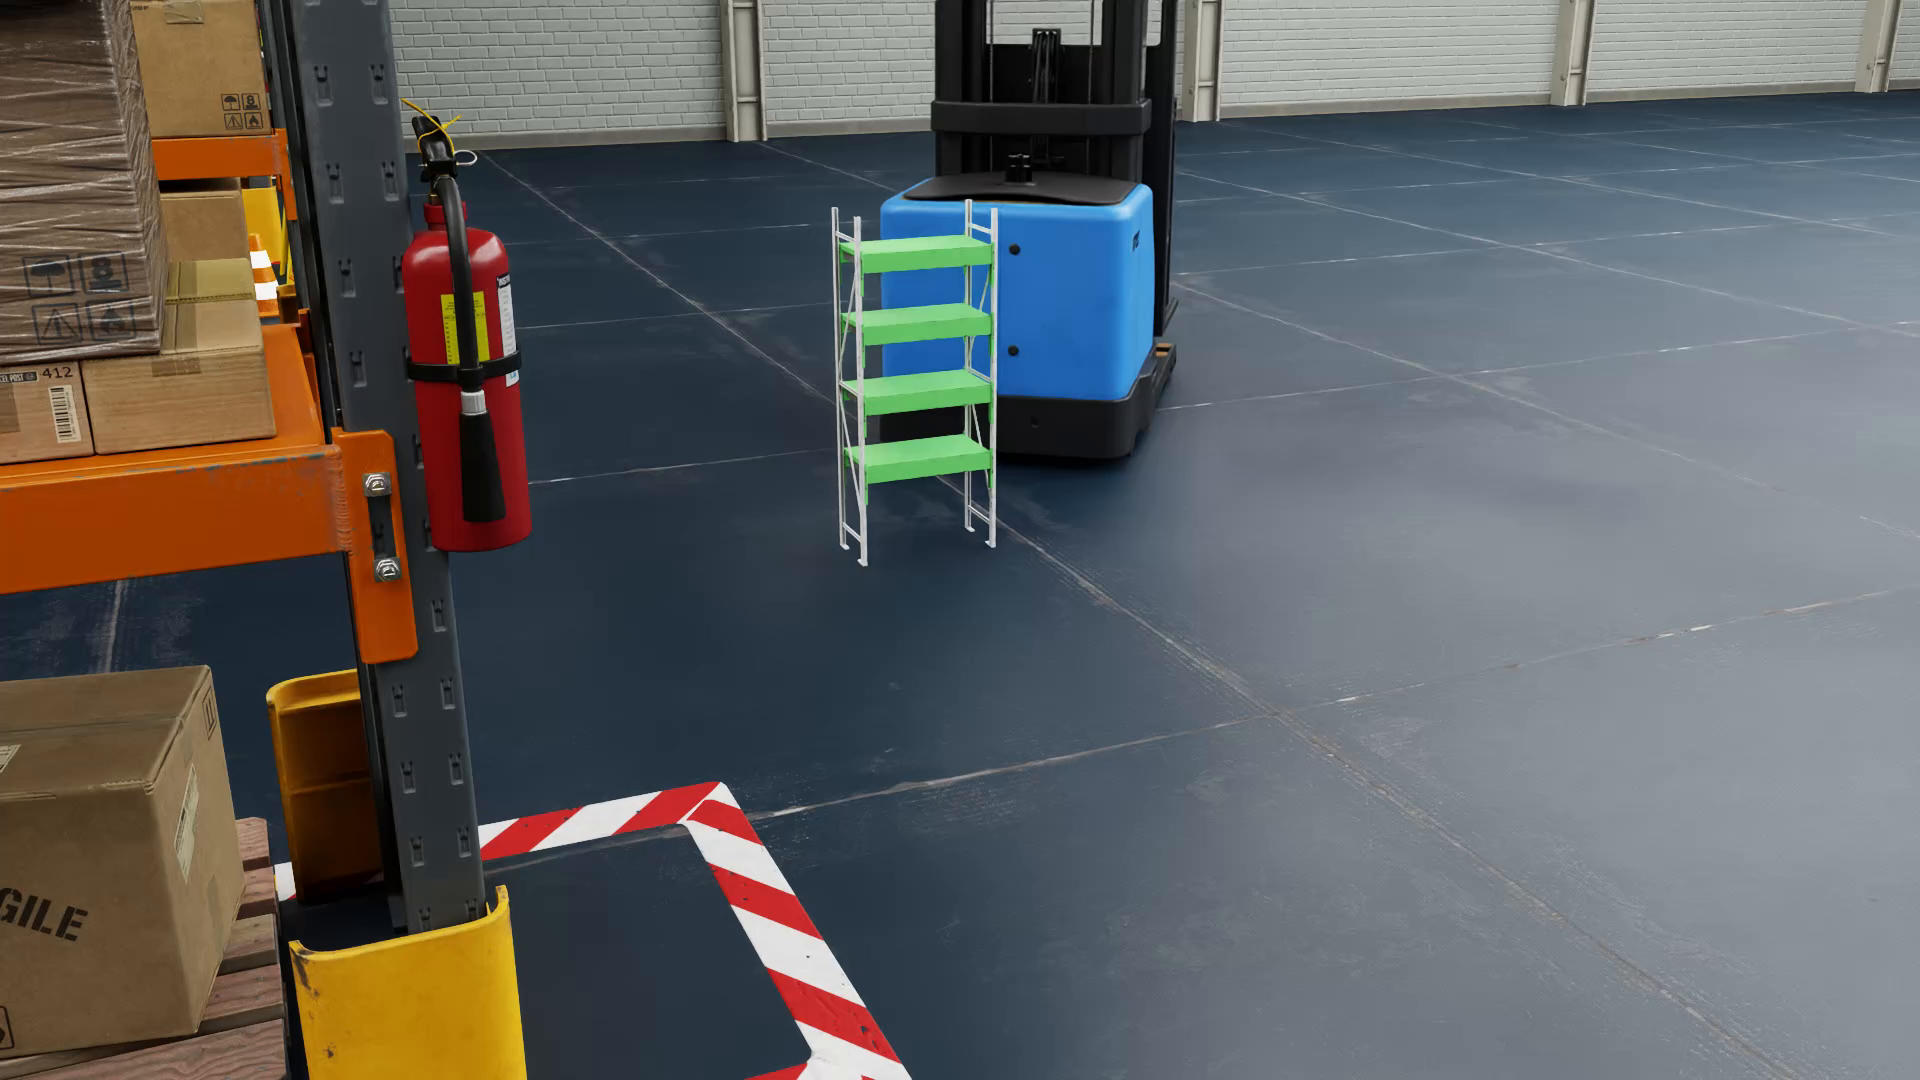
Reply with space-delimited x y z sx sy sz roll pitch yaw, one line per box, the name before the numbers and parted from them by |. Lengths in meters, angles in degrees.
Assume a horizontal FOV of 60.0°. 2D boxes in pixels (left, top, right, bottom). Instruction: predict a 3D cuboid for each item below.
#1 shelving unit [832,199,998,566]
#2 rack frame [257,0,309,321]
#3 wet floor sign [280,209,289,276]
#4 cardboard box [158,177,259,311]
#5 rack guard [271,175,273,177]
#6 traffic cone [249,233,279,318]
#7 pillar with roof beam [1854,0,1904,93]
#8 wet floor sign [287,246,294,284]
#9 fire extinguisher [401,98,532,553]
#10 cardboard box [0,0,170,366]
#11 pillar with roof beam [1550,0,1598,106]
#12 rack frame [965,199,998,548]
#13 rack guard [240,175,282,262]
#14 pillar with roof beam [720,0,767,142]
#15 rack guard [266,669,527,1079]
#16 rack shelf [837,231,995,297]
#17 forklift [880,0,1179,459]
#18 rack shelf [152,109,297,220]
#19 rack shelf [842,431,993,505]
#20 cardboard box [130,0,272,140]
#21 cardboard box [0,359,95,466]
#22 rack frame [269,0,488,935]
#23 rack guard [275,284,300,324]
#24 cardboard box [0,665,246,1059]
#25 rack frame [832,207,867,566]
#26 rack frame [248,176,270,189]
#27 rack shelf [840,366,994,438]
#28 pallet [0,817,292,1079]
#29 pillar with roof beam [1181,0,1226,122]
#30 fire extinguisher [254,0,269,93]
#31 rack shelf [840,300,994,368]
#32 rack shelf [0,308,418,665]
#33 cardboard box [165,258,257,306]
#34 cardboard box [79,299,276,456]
shelving unit | -0.152 -0.544 5.761 0.503 1.200 0.258 -8 21 -22
rack frame | -2.928 -2.011 7.218 0.127 3.000 1.000 -8 21 -22
wet floor sign | -4.383 -2.096 11.003 0.232 0.644 0.267 -1 19 -3
cardboard box | -3.524 -1.098 7.191 0.875 0.875 0.875 -8 21 -22
rack guard | -6.929 -3.845 16.189 0.348 0.500 1.175 -8 21 -22
traffic cone | -4.113 -1.567 9.776 0.334 0.463 0.336 -8 21 -22
pillar with roof beam | 15.795 -9.878 20.527 0.400 9.000 9.100 -8 21 -22
wet floor sign | -3.686 -1.508 9.335 0.232 0.644 0.267 -12 23 -31
fire extinguisher | -0.768 -0.324 2.541 0.183 0.674 0.296 -8 21 -22
cardboard box | -1.572 -0.609 2.637 0.500 0.500 0.875 -8 21 -22
pillar with roof beam | 10.286 -9.089 18.286 0.400 9.000 9.100 -8 21 -22
rack frame | 0.072 -0.576 5.852 0.015 1.200 0.240 -8 21 -22
rack guard | -5.051 -2.319 11.854 0.348 0.500 1.175 -8 21 -22
pillar with roof beam | -0.733 -7.510 13.802 0.400 9.000 9.100 -8 21 -22
rack guard | -1.126 0.704 3.271 0.348 0.500 1.175 -8 21 -22
rack shelf | -0.152 -0.937 5.623 0.480 0.148 0.258 -8 21 -22
forklift | 0.480 -2.165 7.759 1.130 2.935 3.031 4 20 12
rack shelf | -4.764 -1.409 6.590 4.000 0.370 1.077 -8 21 -22
rack shelf | -0.152 -0.258 5.862 0.480 0.148 0.258 -8 21 -22
cardboard box | -3.251 -2.019 7.015 0.550 0.550 0.875 -8 21 -22
cardboard box | -1.466 -0.234 2.548 0.250 0.149 0.380 -8 21 -22
rack frame | -1.056 -0.486 2.884 0.127 3.000 1.000 -8 21 -22
rack guard | -2.906 -0.835 7.642 0.348 0.500 1.175 -8 21 -22
cardboard box | -1.636 0.572 3.011 0.500 0.500 0.500 -4 20 -12
rack frame | -0.376 -0.512 5.670 0.015 1.200 0.240 -8 21 -22
rack frame | -4.981 -3.508 11.467 0.127 3.000 1.000 -8 21 -22
rack shelf | -0.152 -0.484 5.782 0.480 0.148 0.258 -8 21 -22
pallet | -1.886 0.936 3.046 1.213 0.211 1.003 -8 21 -22
pillar with roof beam | 4.776 -8.300 16.044 0.400 9.000 9.100 -8 21 -22
fire extinguisher | -4.694 -3.346 11.124 0.183 0.674 0.296 -8 21 -22
rack shelf | -0.152 -0.710 5.702 0.480 0.148 0.258 -8 21 -22
rack shelf | -2.892 0.117 2.257 4.000 0.370 1.077 -8 21 -22
cardboard box | -1.412 -0.402 3.026 0.250 0.149 0.380 -8 21 -22
cardboard box | -1.236 -0.267 2.641 0.250 0.149 0.380 -8 21 -22
